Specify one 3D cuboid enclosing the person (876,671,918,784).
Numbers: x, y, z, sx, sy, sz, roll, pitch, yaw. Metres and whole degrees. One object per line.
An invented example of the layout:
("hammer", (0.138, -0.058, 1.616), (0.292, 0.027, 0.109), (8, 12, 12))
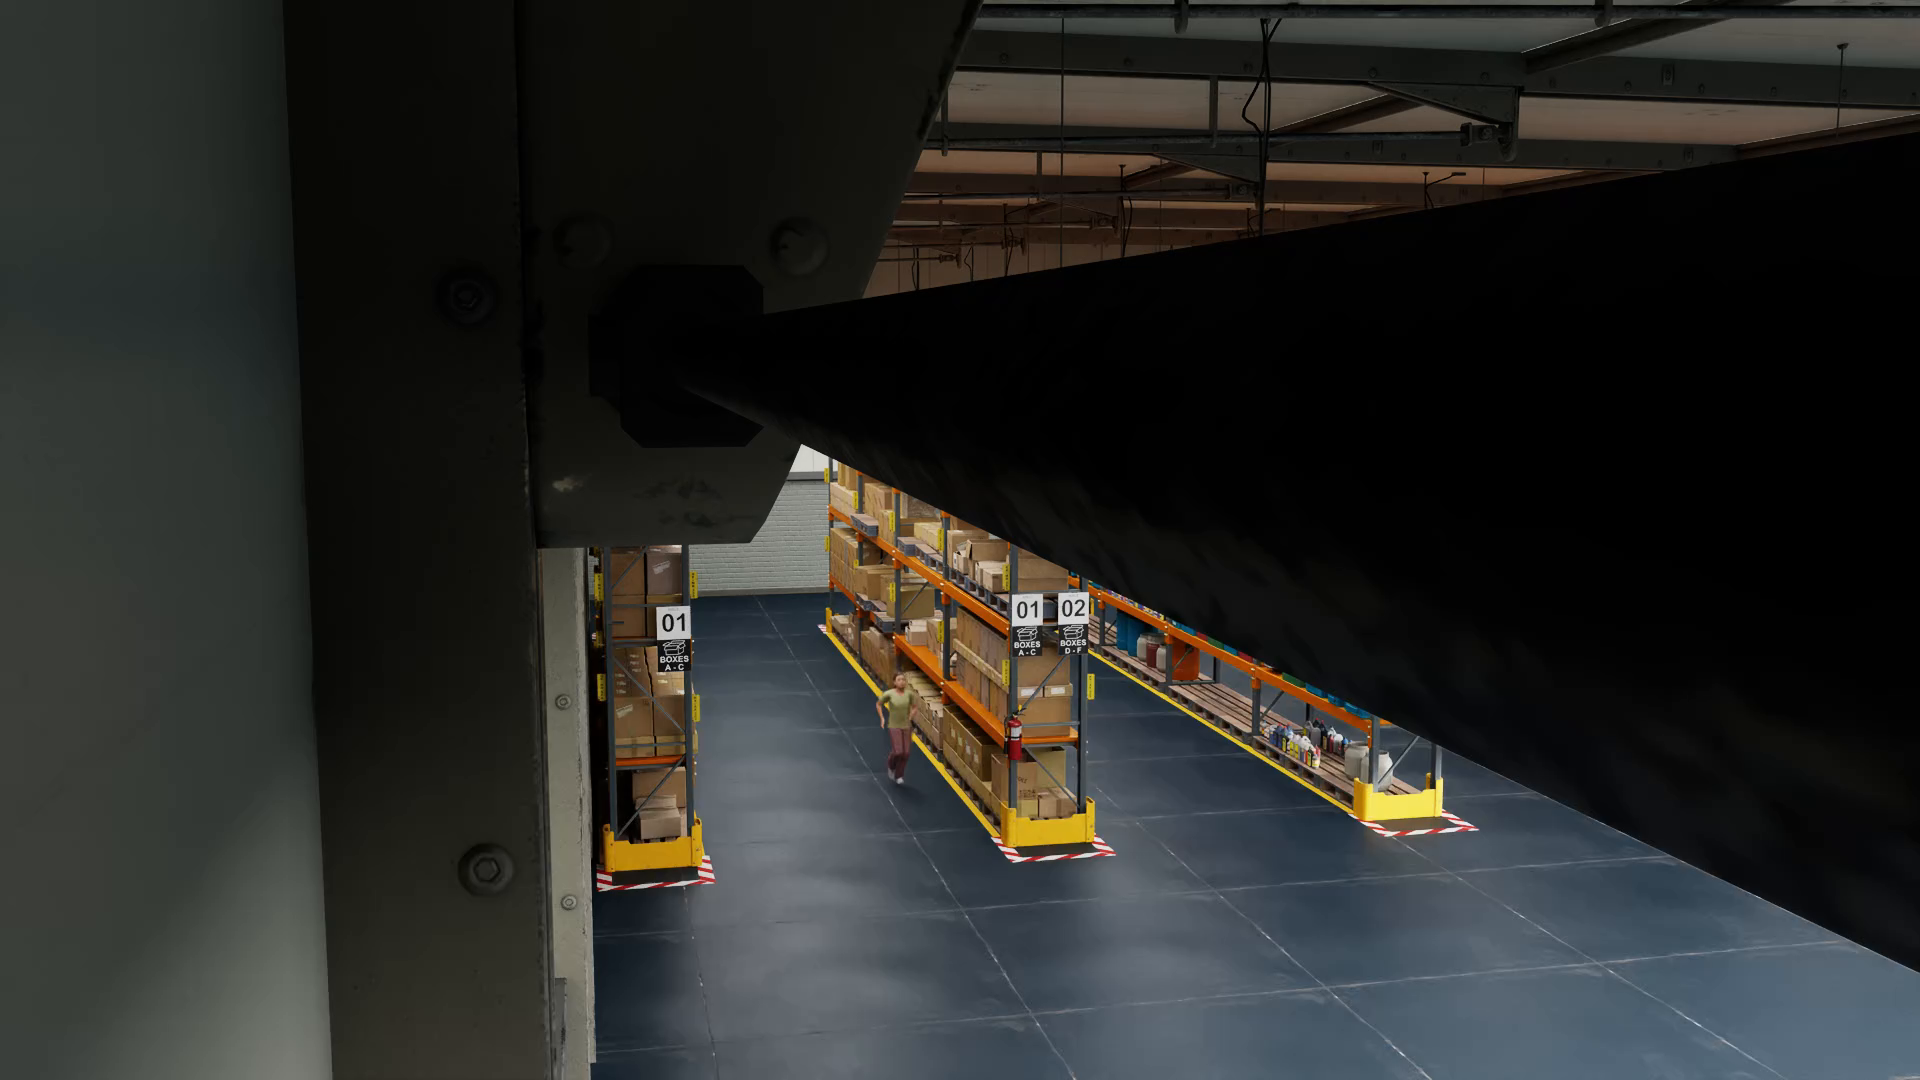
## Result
("person", (-0.852, 2.684, 23.639), (0.573, 1.630, 0.548), (-2, 7, -19))
